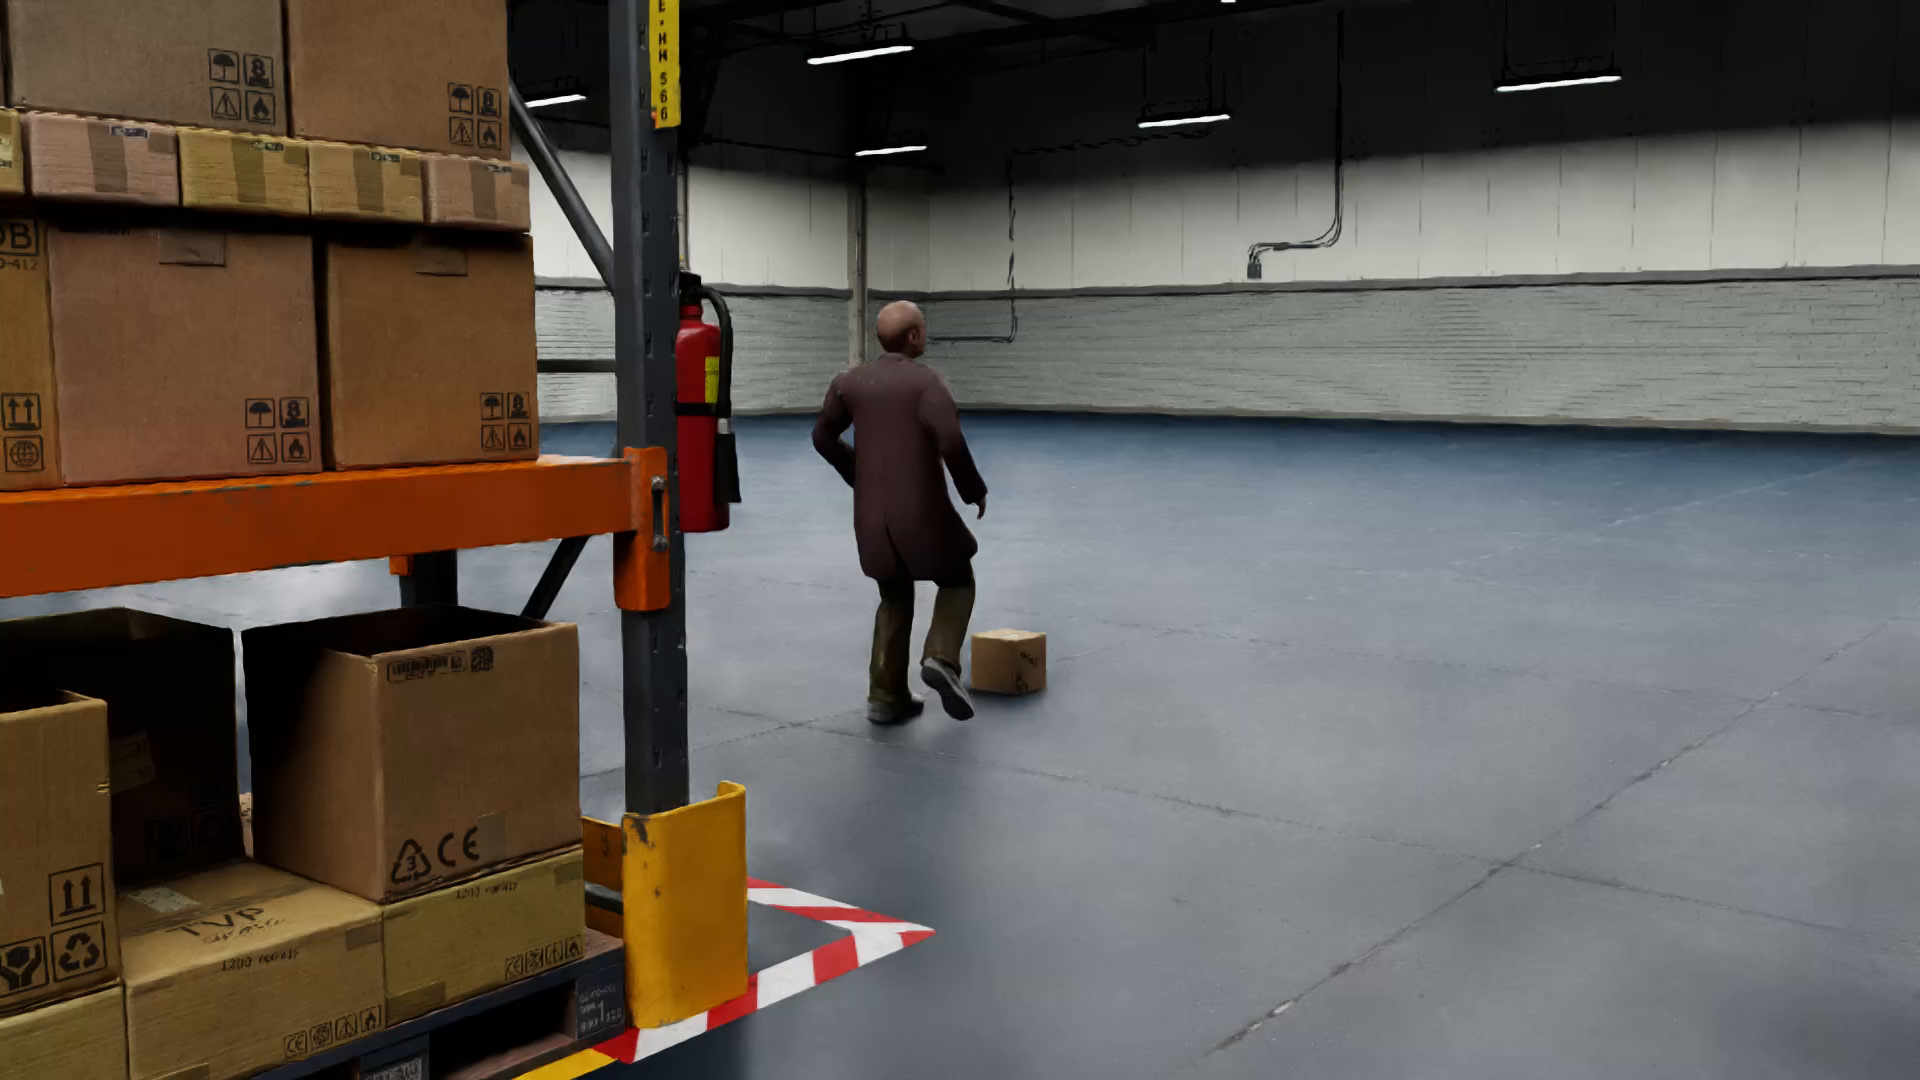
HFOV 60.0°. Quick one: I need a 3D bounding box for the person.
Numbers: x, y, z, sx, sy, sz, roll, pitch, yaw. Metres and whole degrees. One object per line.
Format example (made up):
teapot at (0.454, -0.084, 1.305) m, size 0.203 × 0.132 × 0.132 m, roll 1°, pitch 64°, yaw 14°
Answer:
person at (-0.233, -0.109, 6.898) m, size 0.772 × 1.744 × 0.521 m, roll 3°, pitch 7°, yaw 24°
